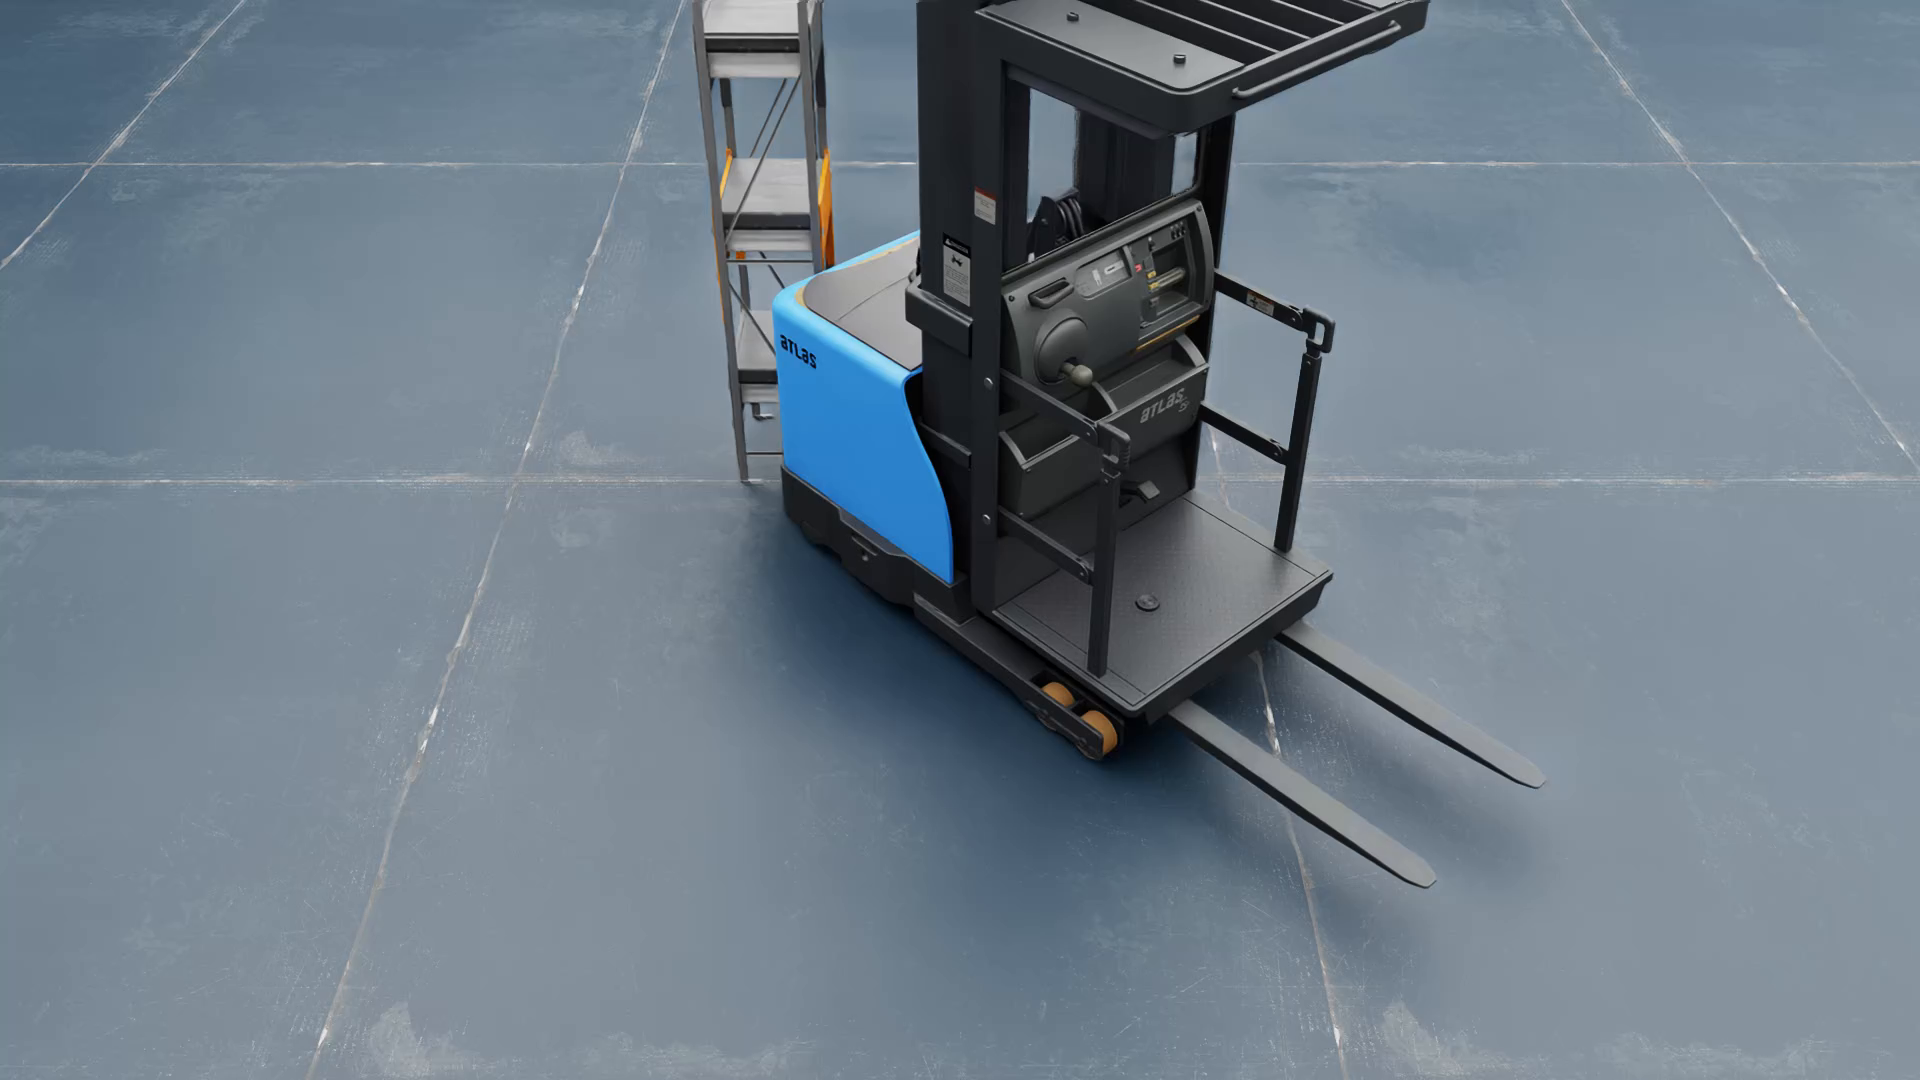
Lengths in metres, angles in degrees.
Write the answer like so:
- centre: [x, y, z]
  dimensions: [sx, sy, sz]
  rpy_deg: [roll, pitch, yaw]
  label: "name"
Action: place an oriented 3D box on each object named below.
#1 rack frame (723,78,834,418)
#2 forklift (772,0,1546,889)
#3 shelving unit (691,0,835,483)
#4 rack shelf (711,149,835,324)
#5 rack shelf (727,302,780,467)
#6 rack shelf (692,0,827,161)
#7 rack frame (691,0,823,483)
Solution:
- centre: [-0.727, -1.369, 6.780]
  dimensions: [0.400, 2.100, 0.015]
  rpy_deg: [0, 39, 0]
  label: "rack frame"
- centre: [0.647, -0.747, 5.338]
  dimensions: [1.130, 2.935, 3.031]
  rpy_deg: [-30, 47, -32]
  label: "forklift"
- centre: [-0.729, -1.217, 6.589]
  dimensions: [0.431, 2.100, 0.503]
  rpy_deg: [0, 39, 0]
  label: "shelving unit"
- centre: [-0.729, -1.206, 6.598]
  dimensions: [0.431, 0.518, 0.480]
  rpy_deg: [0, 39, 0]
  label: "rack shelf"
- centre: [-0.729, -0.660, 7.036]
  dimensions: [0.431, 0.518, 0.480]
  rpy_deg: [0, 39, 0]
  label: "rack shelf"
- centre: [-0.729, -1.752, 6.160]
  dimensions: [0.431, 0.518, 0.480]
  rpy_deg: [0, 39, 0]
  label: "rack shelf"
- centre: [-0.731, -1.064, 6.399]
  dimensions: [0.400, 2.100, 0.015]
  rpy_deg: [0, 39, 0]
  label: "rack frame"
